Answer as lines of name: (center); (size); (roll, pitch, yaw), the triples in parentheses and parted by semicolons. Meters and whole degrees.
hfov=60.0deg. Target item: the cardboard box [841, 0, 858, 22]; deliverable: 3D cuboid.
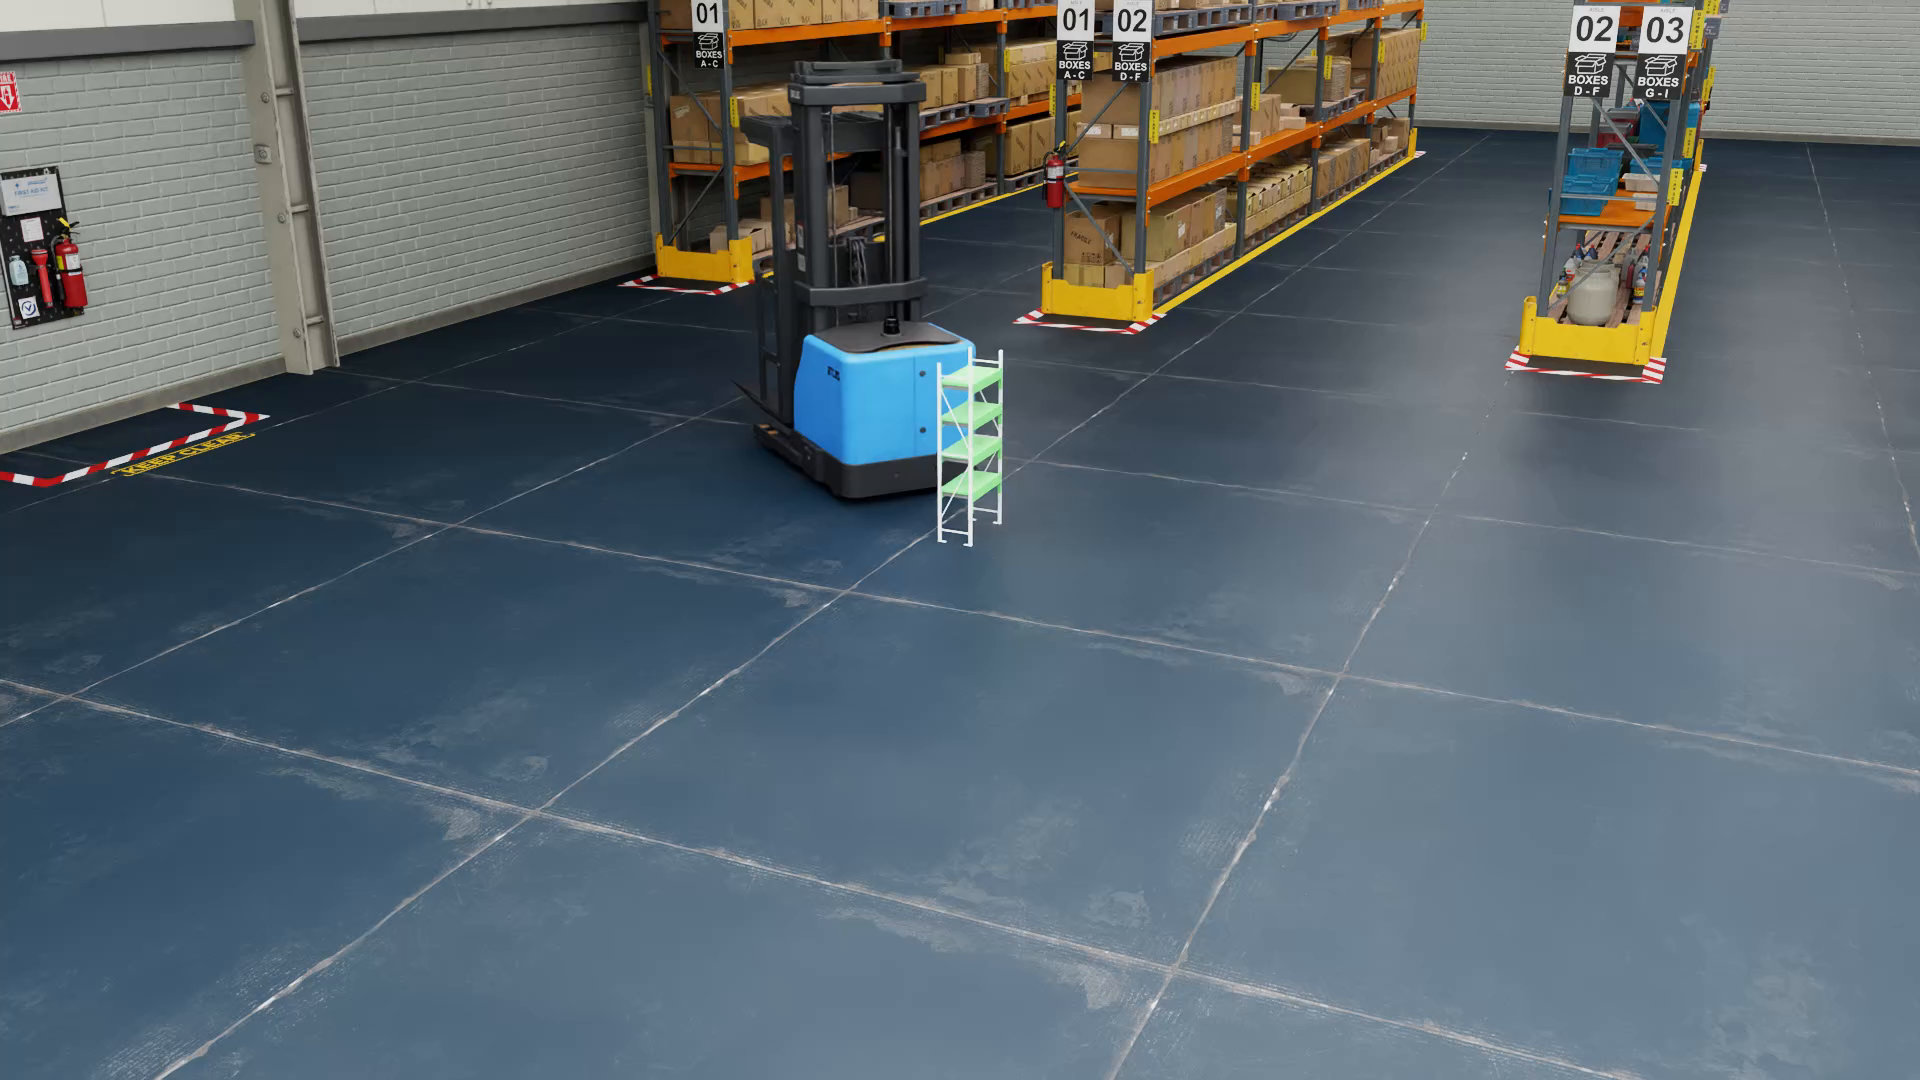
cardboard box: (-1.617, -6.858, 21.122); (0.500, 0.500, 0.500); (7, 21, 18)

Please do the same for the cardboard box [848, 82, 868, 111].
cardboard box: (-1.528, -5.682, 21.543); (0.500, 0.500, 0.500); (8, 21, 22)

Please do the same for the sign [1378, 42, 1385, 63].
sign: (6.887, -7.967, 27.167); (0.100, 0.325, 0.005); (9, 21, 23)

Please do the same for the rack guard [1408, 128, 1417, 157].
rack guard: (7.986, -7.519, 31.364); (1.175, 0.500, 0.348); (9, 21, 23)

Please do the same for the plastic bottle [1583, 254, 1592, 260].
plastic bottle: (6.963, -3.041, 18.460); (0.097, 0.271, 0.097); (0, 20, 0)

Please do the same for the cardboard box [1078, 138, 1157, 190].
cardboard box: (1.668, -4.016, 17.637); (0.700, 0.500, 0.500); (9, 21, 23)

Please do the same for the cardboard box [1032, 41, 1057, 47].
cardboard box: (1.474, -8.237, 27.910); (0.500, 0.250, 0.500); (9, 21, 24)

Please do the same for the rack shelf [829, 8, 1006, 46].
rack shelf: (-0.598, -7.415, 23.941); (1.077, 0.370, 4.000); (9, 21, 23)

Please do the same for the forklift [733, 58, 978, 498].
forklift: (-0.968, -2.125, 12.570); (1.130, 2.935, 3.031); (-9, 22, -24)

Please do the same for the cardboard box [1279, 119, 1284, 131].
cardboard box: (4.271, -5.758, 23.058); (0.380, 0.149, 0.250); (10, 22, 27)

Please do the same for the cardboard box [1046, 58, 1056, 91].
cardboard box: (1.286, -7.733, 27.614); (0.500, 0.500, 0.500); (9, 22, 24)

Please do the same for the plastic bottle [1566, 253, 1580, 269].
plastic bottle: (6.660, -2.952, 18.090); (0.144, 0.351, 0.185); (8, 21, 22)

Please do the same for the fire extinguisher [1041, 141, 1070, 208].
fire extinguisher: (0.993, -3.820, 17.348); (0.296, 0.674, 0.183); (9, 21, 23)

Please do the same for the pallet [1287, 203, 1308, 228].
pallet: (4.369, -4.714, 23.908); (1.003, 0.211, 1.213); (9, 21, 23)

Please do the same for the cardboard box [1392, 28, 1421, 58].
cardboard box: (8.086, -9.064, 30.337); (0.500, 0.500, 0.500); (8, 21, 22)

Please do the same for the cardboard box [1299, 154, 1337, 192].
cardboard box: (5.398, -5.564, 25.212); (0.500, 0.500, 0.500); (8, 21, 21)

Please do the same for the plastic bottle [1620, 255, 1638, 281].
plastic bottle: (7.396, -3.012, 18.370); (0.152, 0.276, 0.135); (9, 21, 23)

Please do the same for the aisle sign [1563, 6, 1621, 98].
aisle sign: (5.682, -4.391, 14.960); (0.394, 0.787, 0.004); (9, 21, 23)

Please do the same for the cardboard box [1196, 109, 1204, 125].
cardboard box: (2.560, -4.822, 18.933); (0.380, 0.149, 0.250); (9, 22, 24)

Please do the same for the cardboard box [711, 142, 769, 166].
cardboard box: (-2.566, -4.551, 19.484); (0.500, 0.250, 0.500); (8, 21, 21)

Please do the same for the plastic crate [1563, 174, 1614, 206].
plastic crate: (6.186, -3.469, 16.469); (0.499, 0.251, 0.408); (9, 21, 23)

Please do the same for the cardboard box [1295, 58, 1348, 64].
cardboard box: (5.758, -7.409, 26.549); (0.700, 0.500, 0.500); (12, 23, 31)

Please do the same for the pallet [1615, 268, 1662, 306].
pallet: (7.308, -2.857, 18.687); (1.003, 0.211, 1.213); (9, 21, 23)

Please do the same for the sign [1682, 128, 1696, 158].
sign: (8.118, -4.422, 18.513); (0.100, 0.325, 0.005); (9, 21, 23)

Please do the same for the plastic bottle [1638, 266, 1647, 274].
plastic bottle: (7.274, -2.778, 17.719); (0.097, 0.271, 0.097); (0, 20, 0)

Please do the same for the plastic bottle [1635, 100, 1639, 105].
plastic bottle: (9.886, -6.314, 24.432); (0.152, 0.276, 0.135); (9, 21, 23)

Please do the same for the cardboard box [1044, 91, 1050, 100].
cardboard box: (1.299, -7.462, 27.820); (0.380, 0.149, 0.250); (9, 22, 24)

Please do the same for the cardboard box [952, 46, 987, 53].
cardboard box: (0.170, -7.677, 26.336); (0.500, 0.250, 0.500); (9, 22, 24)

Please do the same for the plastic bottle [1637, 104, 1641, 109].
plastic bottle: (9.711, -6.107, 23.837); (0.061, 0.283, 0.133); (9, 21, 23)

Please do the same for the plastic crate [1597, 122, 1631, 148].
plastic crate: (7.540, -4.591, 19.305); (0.402, 0.464, 0.583); (9, 21, 23)

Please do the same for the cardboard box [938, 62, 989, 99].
cardboard box: (0.037, -7.062, 25.544); (0.700, 0.500, 0.500); (6, 20, 16)

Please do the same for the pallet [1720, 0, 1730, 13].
pallet: (10.665, -7.887, 24.475); (1.213, 0.211, 1.003); (9, 21, 23)

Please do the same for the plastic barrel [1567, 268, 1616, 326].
plastic barrel: (6.183, -2.385, 16.285); (0.421, 0.512, 0.421); (0, 20, 0)

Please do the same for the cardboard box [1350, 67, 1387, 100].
cardboard box: (6.837, -7.662, 27.888); (0.500, 0.500, 0.500); (9, 22, 24)

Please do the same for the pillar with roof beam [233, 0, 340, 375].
pillar with roof beam: (-2.087, -5.241, 12.277); (9.100, 9.000, 0.400); (9, 21, 23)

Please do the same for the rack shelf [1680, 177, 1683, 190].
rack shelf: (8.440, -4.643, 20.621); (1.077, 0.370, 4.000); (9, 21, 23)

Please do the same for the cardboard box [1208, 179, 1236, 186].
cardboard box: (3.422, -4.693, 22.328); (0.500, 0.311, 0.500); (8, 21, 23)

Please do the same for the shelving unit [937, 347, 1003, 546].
shelving unit: (0.068, -0.616, 10.910); (0.258, 1.200, 0.503); (9, 21, 23)

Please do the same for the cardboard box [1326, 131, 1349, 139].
cardboard box: (6.354, -6.739, 28.516); (0.500, 0.500, 0.500); (9, 21, 23)

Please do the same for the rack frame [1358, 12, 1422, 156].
rack frame: (8.017, -8.720, 31.010); (1.000, 3.000, 0.127); (9, 21, 23)

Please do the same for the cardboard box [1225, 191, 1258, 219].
cardboard box: (3.500, -4.310, 21.251); (0.500, 0.311, 0.500); (9, 21, 23)

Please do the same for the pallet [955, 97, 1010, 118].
pallet: (0.026, -6.630, 25.420); (1.213, 0.211, 1.003); (9, 21, 23)

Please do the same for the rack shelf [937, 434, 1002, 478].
rack shelf: (0.068, -0.556, 10.931); (0.258, 0.148, 0.480); (9, 21, 23)

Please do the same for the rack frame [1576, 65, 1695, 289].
rack frame: (7.621, -4.370, 18.781); (1.000, 3.000, 0.127); (9, 21, 23)

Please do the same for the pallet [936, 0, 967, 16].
pallet: (-0.646, -7.546, 23.515); (1.213, 0.211, 1.003); (9, 21, 23)

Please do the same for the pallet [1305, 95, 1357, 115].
pallet: (5.534, -6.779, 25.839); (1.003, 0.211, 1.213); (9, 21, 23)

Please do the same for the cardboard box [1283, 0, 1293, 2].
cardboard box: (4.164, -7.332, 22.229); (0.500, 0.250, 0.500); (8, 21, 22)

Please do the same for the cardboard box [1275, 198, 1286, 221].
cardboard box: (4.124, -4.513, 22.659); (0.500, 0.250, 0.500); (9, 21, 24)

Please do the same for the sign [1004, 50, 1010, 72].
sign: (0.720, -7.389, 25.660); (0.100, 0.325, 0.005); (9, 21, 23)

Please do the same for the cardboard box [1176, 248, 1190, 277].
cardboard box: (2.295, -3.170, 18.884); (0.500, 0.250, 0.500); (9, 21, 23)

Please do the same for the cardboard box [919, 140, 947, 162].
cardboard box: (-0.523, -5.785, 24.713); (0.500, 0.250, 0.500); (8, 21, 22)

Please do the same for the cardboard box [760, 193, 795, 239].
cardboard box: (-2.110, -4.127, 21.172); (0.700, 0.500, 0.500); (7, 21, 19)

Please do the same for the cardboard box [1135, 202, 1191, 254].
cardboard box: (2.284, -3.525, 18.762); (0.500, 0.500, 0.500); (9, 21, 23)

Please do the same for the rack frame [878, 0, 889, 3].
rack frame: (-1.417, -8.556, 21.598); (1.000, 3.000, 0.127); (9, 21, 23)

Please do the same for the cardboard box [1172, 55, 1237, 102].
cardboard box: (2.928, -5.573, 20.078); (0.700, 0.500, 0.500); (9, 21, 23)
